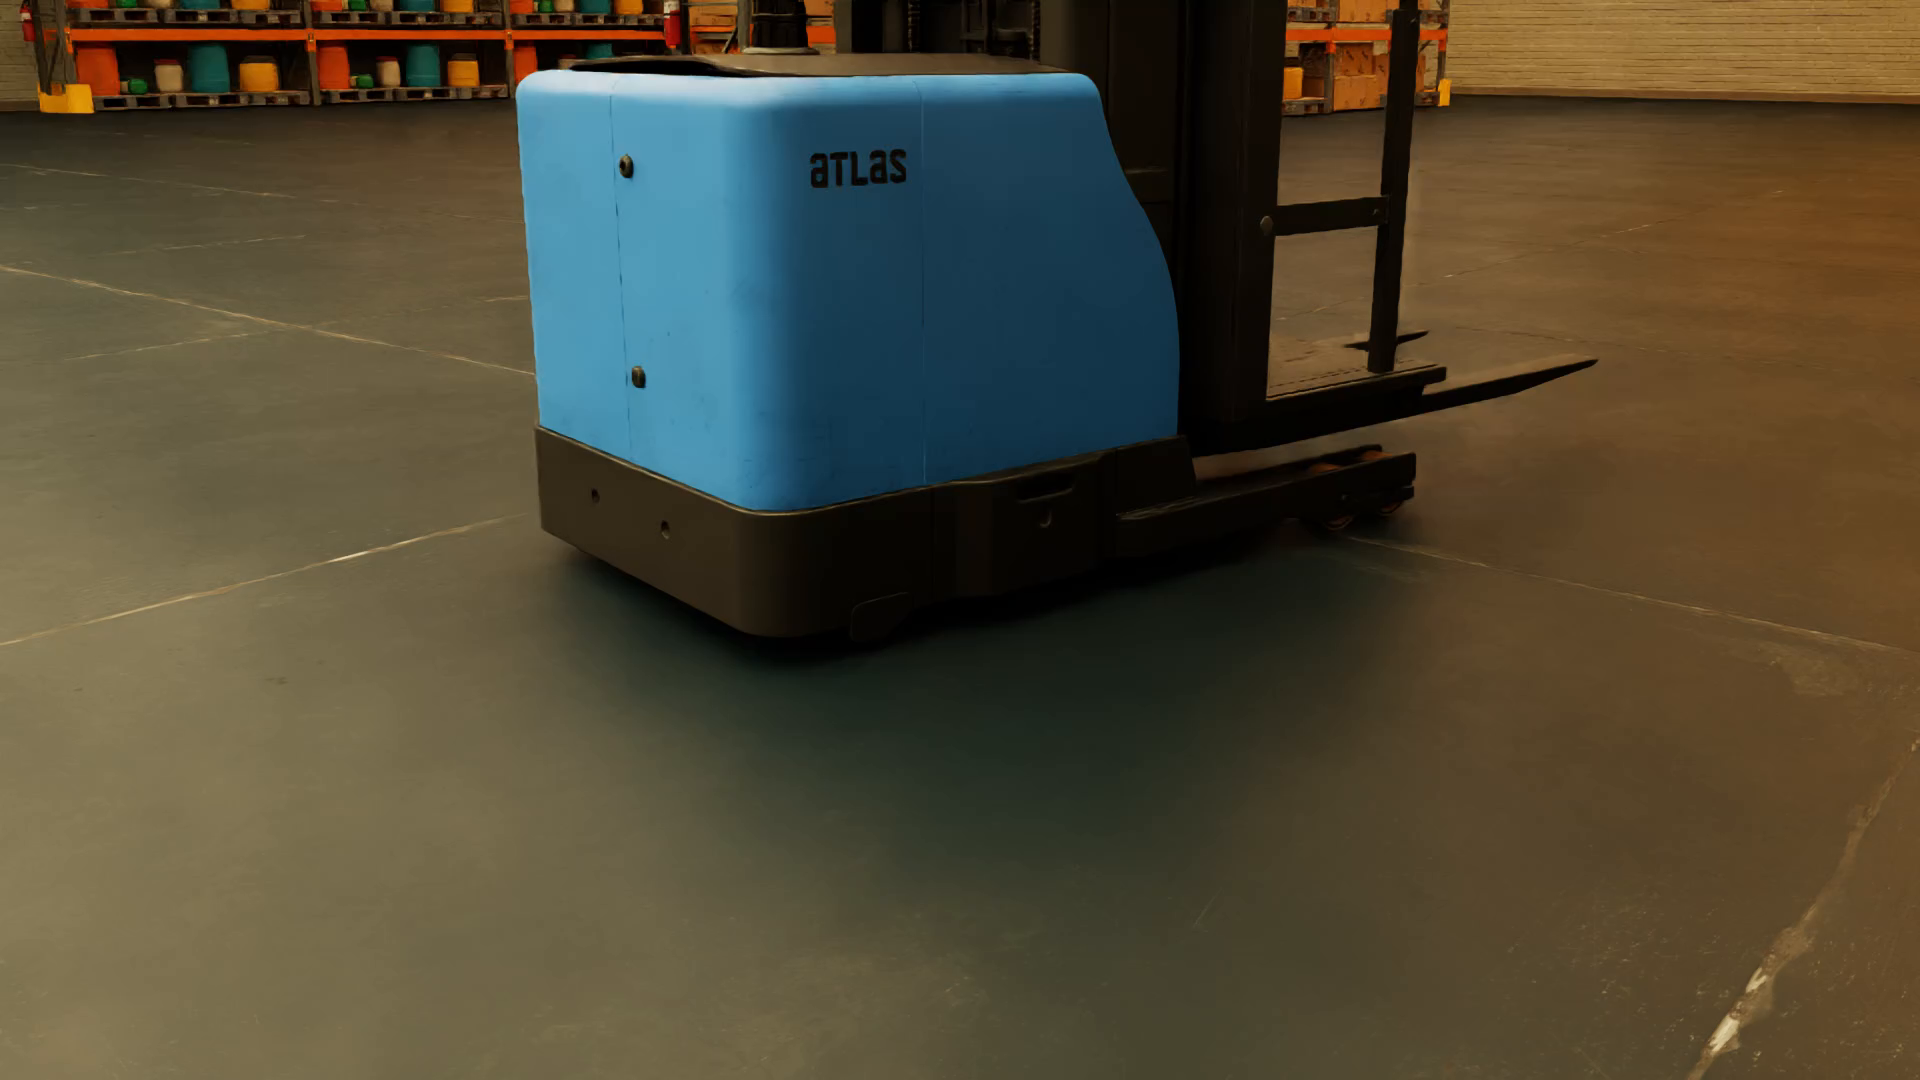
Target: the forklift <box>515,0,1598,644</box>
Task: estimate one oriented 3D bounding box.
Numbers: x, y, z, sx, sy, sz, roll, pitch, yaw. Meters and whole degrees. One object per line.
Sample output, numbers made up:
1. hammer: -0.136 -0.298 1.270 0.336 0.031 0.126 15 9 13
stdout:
1. forklift: 0.510 -1.531 3.940 3.031 2.935 1.130 -13 21 -37
